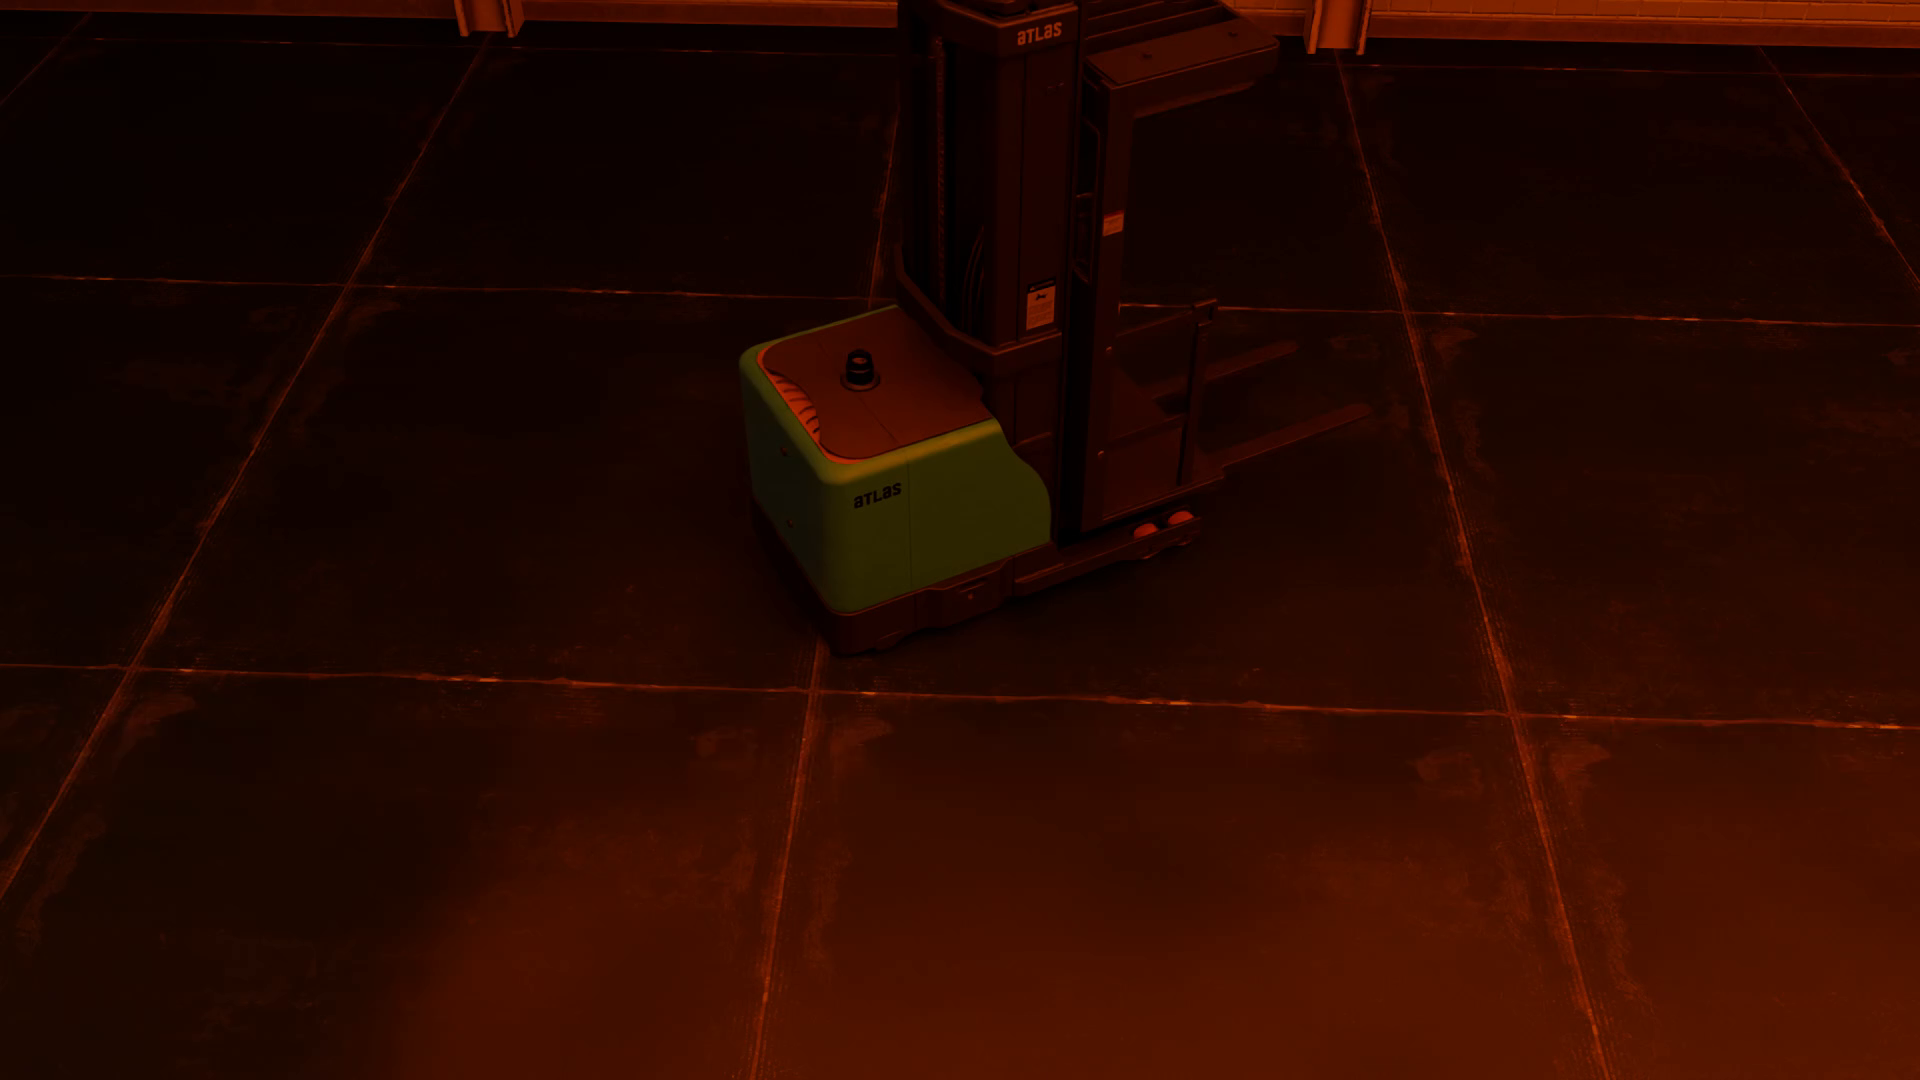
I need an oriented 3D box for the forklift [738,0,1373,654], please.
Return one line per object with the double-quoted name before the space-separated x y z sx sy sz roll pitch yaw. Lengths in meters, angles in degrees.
"forklift" 0.567 -1.292 7.158 3.031 2.935 1.130 -19 46 -20
